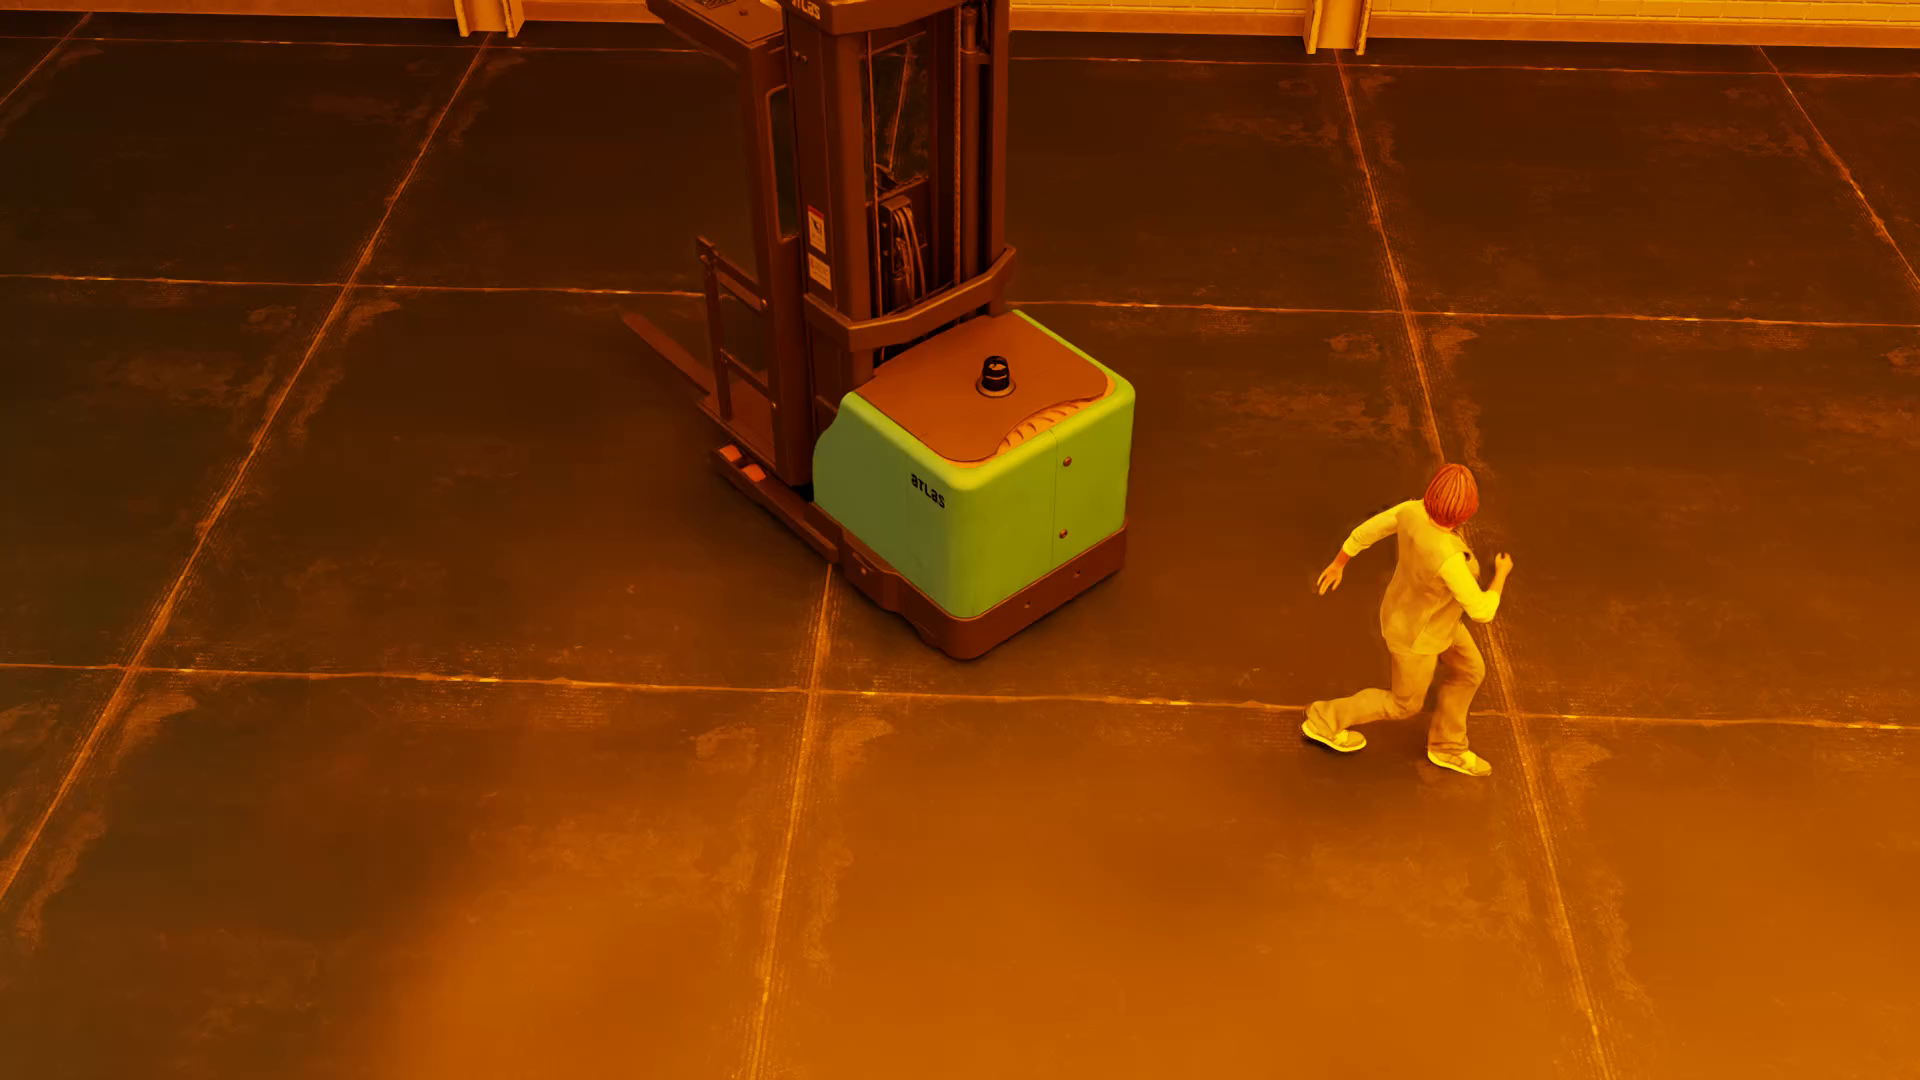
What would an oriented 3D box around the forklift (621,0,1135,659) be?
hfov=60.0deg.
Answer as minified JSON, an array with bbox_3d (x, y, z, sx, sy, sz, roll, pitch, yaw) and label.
[{"bbox_3d":[-0.577,-1.485,7.369,1.130,2.935,3.031,-30,50,-29],"label":"forklift"}]

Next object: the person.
[{"bbox_3d":[1.803,0.321,6.466,0.825,1.527,0.428,6,43,7],"label":"person"}]
